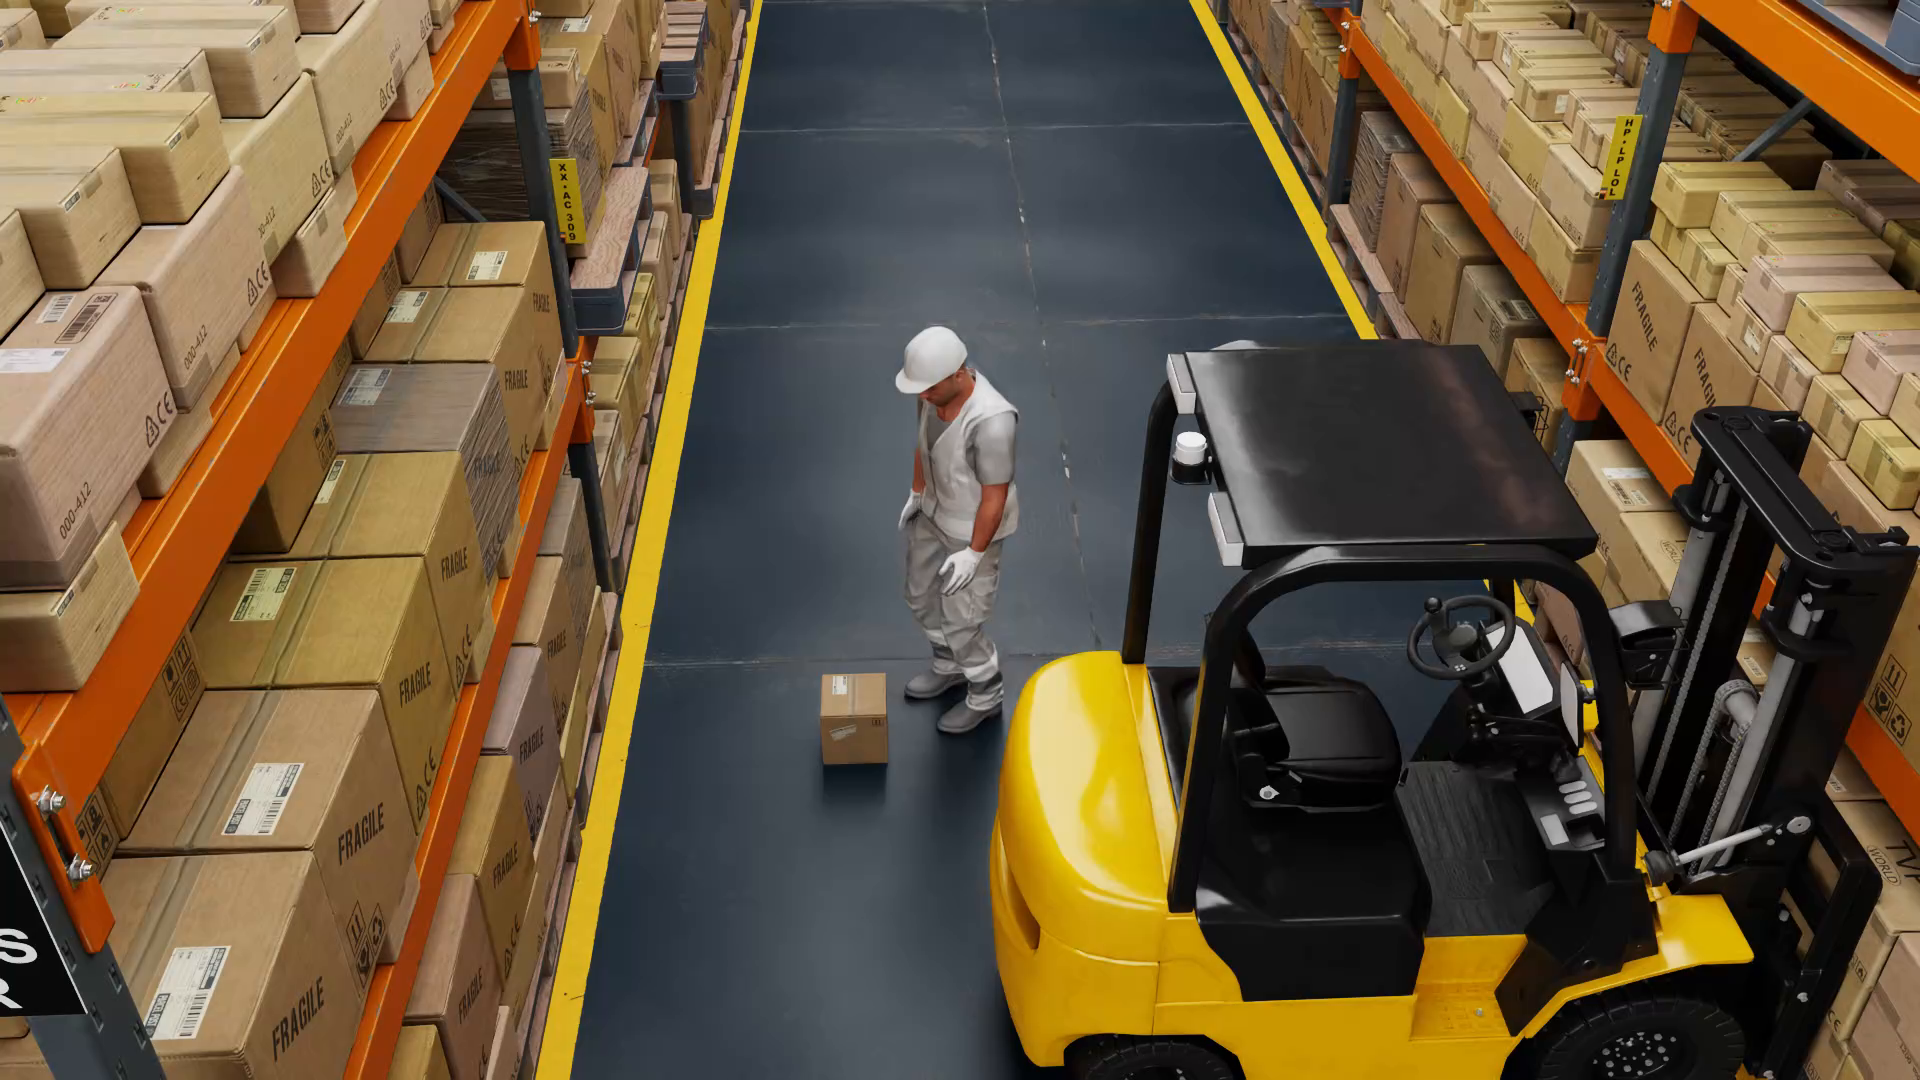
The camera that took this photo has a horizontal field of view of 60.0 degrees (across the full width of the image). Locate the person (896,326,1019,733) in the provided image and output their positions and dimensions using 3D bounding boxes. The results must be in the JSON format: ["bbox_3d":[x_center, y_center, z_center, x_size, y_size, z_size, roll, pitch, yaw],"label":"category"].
[{"bbox_3d":[-0.017,-0.034,6.221,0.459,1.735,0.544,-19,39,-24],"label":"person"}]
